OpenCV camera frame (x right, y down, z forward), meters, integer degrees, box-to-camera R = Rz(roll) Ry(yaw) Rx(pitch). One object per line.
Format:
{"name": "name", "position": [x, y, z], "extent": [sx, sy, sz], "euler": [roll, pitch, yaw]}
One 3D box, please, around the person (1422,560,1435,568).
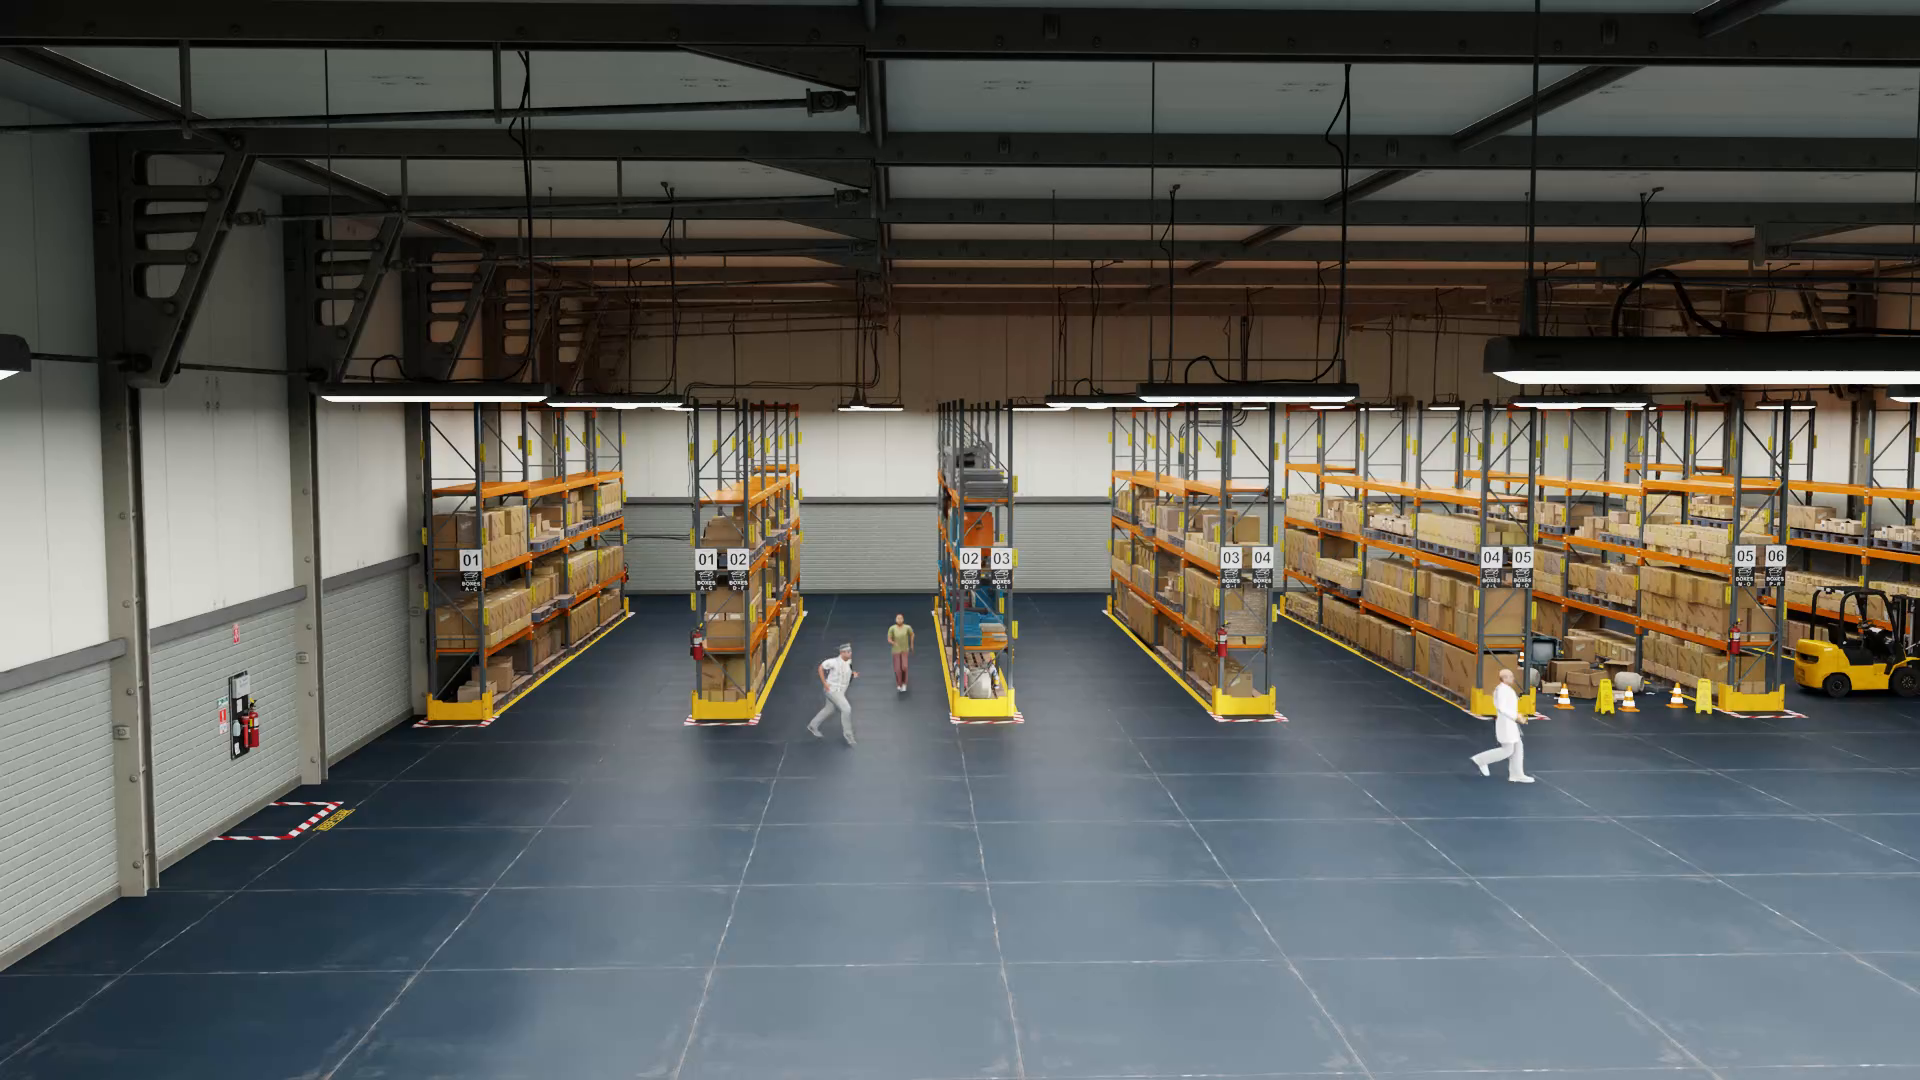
{"name": "person", "position": [13.796, 1.173, 49.291], "extent": [0.896, 1.640, 0.640], "euler": [0, 4, 1]}

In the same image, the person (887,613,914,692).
{"name": "person", "position": [-1.217, 2.303, 34.073], "extent": [0.545, 1.642, 0.730], "euler": [0, 4, 0]}

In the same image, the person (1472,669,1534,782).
{"name": "person", "position": [8.446, 2.874, 25.794], "extent": [0.921, 1.750, 0.720], "euler": [2, 5, 21]}

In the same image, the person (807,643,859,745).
{"name": "person", "position": [-2.226, 2.671, 28.974], "extent": [0.990, 1.801, 0.658], "euler": [1, 5, 18]}
